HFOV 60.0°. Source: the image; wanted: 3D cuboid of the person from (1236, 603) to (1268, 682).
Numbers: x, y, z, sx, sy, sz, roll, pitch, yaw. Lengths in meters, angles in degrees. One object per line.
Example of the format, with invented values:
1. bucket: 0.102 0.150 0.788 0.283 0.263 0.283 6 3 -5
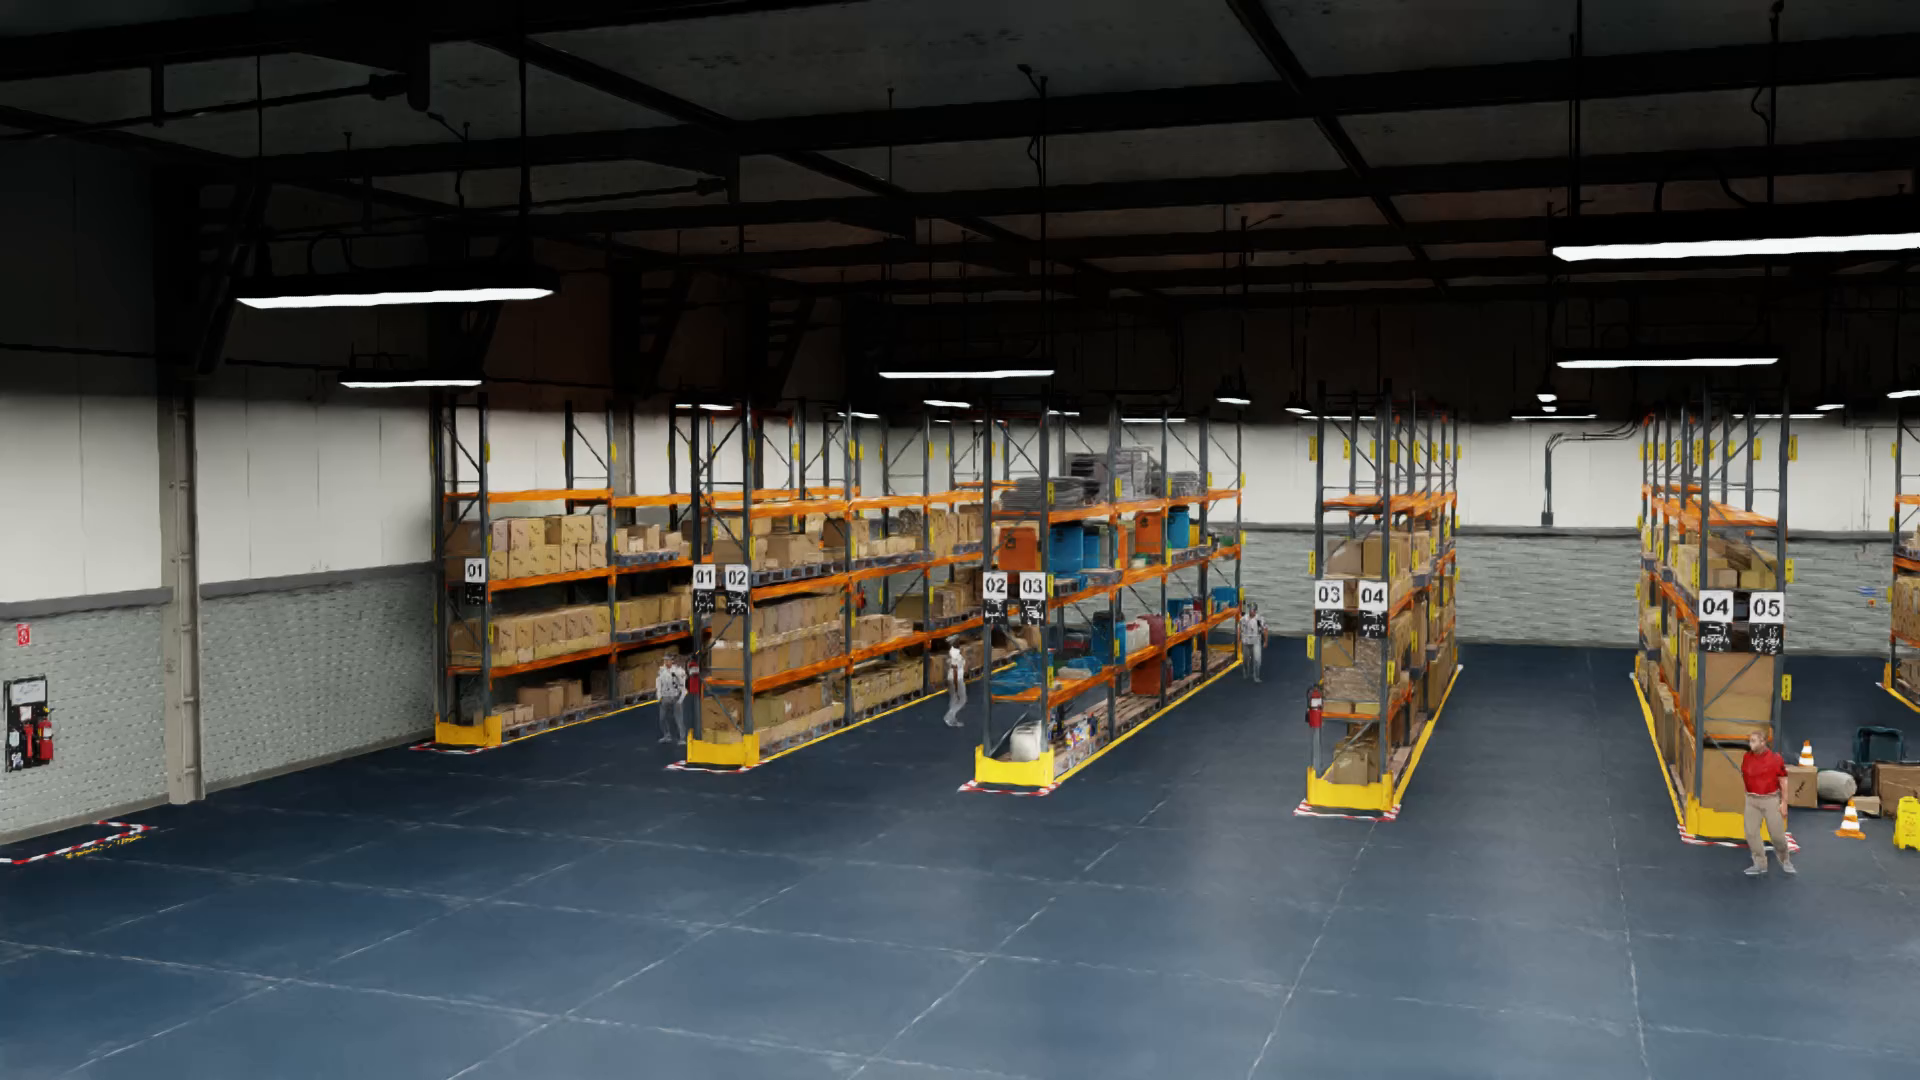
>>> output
1. person: 6.383 2.207 36.332 0.673 1.730 0.700 1 3 10

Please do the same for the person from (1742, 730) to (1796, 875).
1. person: 9.577 3.098 19.703 0.581 1.711 0.595 -2 4 -34

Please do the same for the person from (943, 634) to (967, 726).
1. person: -0.111 2.557 30.208 0.423 1.674 0.508 0 3 -9

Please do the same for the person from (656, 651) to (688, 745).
1. person: -4.913 2.684 28.358 0.639 1.632 0.498 1 3 18
